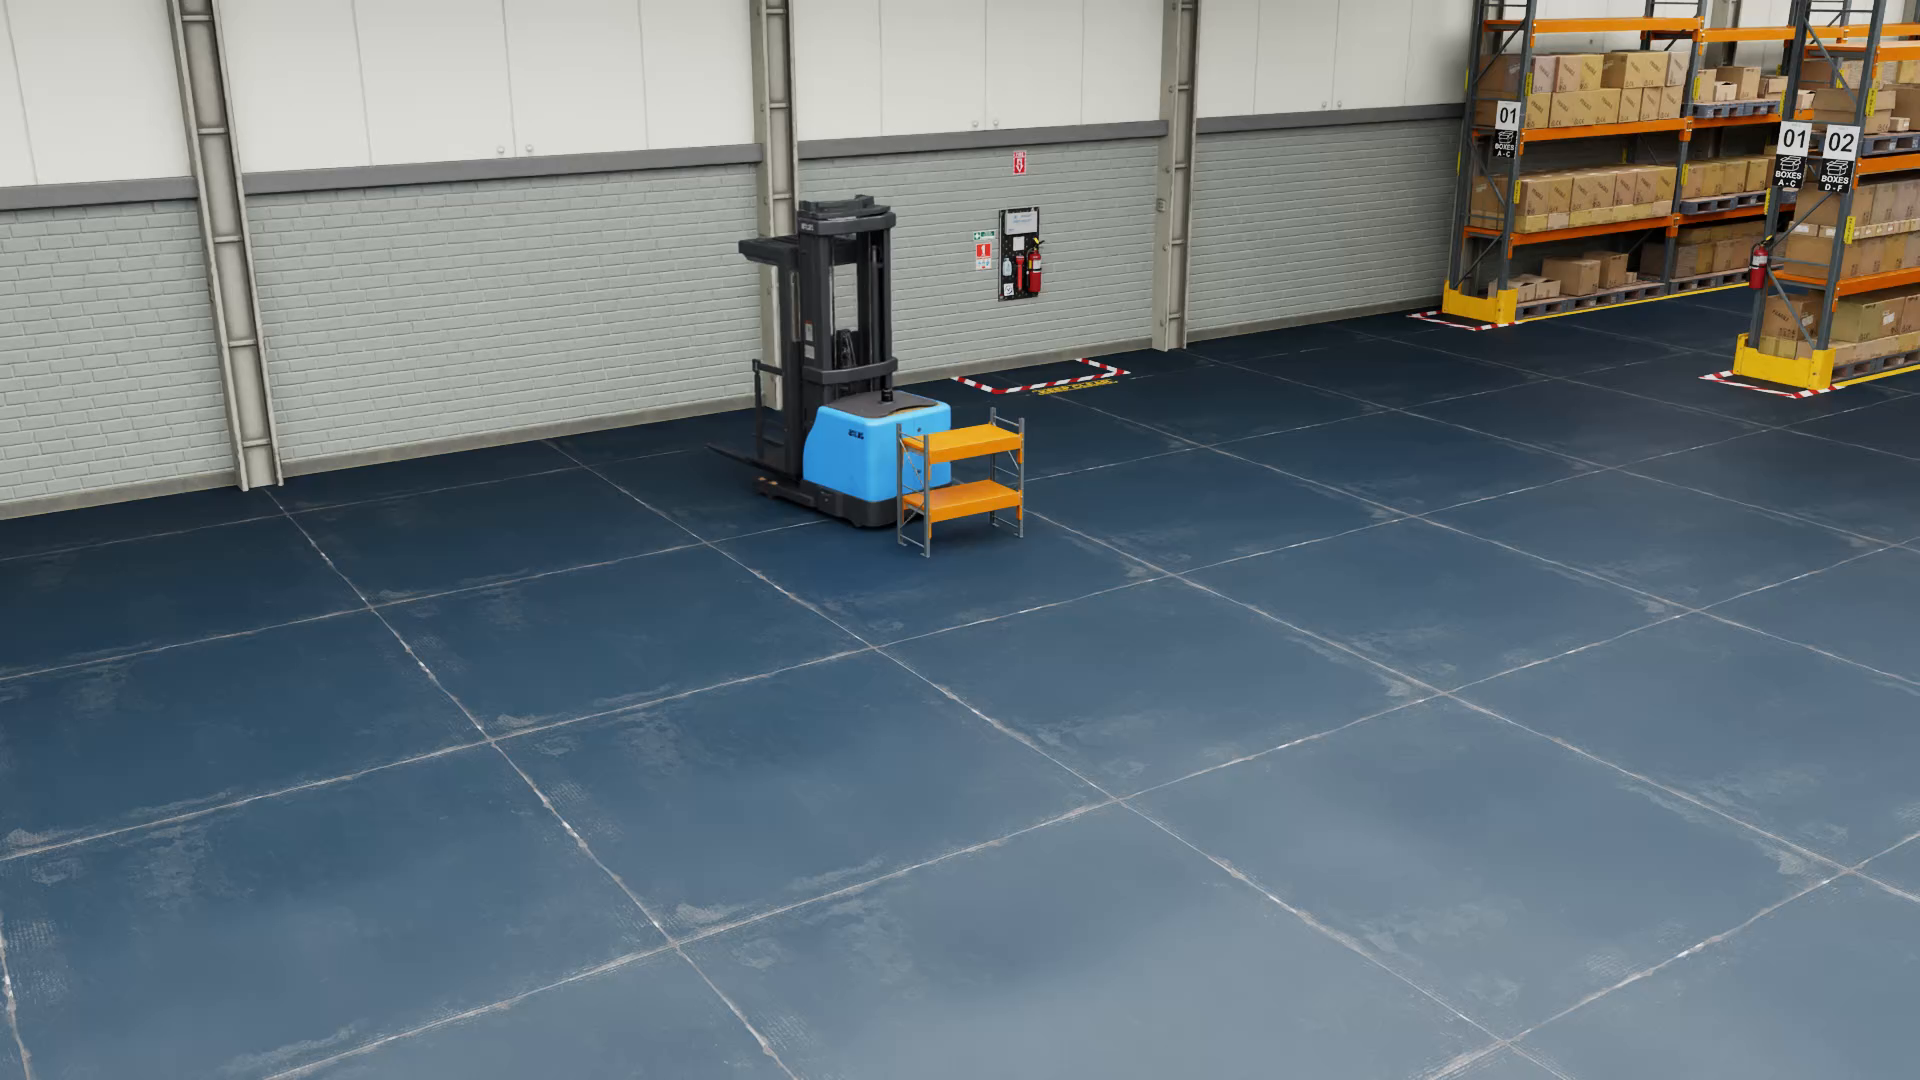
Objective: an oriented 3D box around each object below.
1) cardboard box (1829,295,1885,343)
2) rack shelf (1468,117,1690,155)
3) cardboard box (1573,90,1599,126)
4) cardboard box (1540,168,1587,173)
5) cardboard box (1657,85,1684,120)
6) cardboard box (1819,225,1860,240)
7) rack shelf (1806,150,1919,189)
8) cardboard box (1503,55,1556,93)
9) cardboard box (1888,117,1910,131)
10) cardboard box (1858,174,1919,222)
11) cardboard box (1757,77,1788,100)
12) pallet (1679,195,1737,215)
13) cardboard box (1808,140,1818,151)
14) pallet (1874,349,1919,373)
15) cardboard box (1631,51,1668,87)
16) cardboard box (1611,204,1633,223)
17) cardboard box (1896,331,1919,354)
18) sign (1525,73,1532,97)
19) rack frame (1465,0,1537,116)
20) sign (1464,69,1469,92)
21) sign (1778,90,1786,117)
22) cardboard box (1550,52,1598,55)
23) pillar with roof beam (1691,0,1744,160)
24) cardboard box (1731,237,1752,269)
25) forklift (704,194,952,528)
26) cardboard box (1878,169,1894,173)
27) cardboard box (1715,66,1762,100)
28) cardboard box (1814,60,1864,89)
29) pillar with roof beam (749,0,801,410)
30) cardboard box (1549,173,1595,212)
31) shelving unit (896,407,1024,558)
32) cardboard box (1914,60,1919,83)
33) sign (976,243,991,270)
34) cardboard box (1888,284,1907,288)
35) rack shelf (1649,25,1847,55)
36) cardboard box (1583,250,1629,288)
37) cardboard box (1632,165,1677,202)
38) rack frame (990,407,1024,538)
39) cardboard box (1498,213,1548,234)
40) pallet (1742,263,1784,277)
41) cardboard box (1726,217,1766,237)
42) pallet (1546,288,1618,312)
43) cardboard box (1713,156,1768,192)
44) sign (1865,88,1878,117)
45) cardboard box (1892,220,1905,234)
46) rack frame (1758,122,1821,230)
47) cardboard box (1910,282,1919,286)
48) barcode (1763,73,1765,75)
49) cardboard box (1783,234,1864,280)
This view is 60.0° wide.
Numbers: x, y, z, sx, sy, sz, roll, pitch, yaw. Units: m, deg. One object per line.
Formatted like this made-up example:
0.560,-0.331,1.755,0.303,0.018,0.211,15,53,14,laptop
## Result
11.520,-2.852,21.465,0.500,0.500,0.500,-12,22,-31,cardboard box
9.477,-6.234,25.441,4.000,0.370,1.077,-12,22,-31,rack shelf
9.123,-6.449,24.766,0.500,0.500,0.500,-11,21,-29,cardboard box
9.359,-5.502,25.868,0.500,0.500,0.500,-12,22,-31,cardboard box
10.859,-6.829,25.889,0.500,0.500,0.500,-11,22,-30,cardboard box
10.980,-3.843,20.761,0.250,0.149,0.380,-12,22,-32,cardboard box
12.204,-4.910,21.524,4.000,0.370,1.077,-12,22,-31,rack shelf
8.261,-6.756,24.113,0.500,0.500,0.500,-14,23,-35,cardboard box
11.613,-5.205,20.790,0.250,0.149,0.380,-12,22,-31,cardboard box
11.832,-4.410,21.425,0.500,0.500,0.700,-12,22,-31,cardboard box
13.354,-7.487,27.830,0.637,0.503,0.797,-9,20,-24,cardboard box
11.865,-5.511,27.162,1.213,0.211,1.003,-12,22,-31,pallet
15.033,-6.780,28.793,0.500,0.250,0.500,-11,22,-30,cardboard box
12.167,-2.516,22.357,1.213,0.211,1.003,-12,22,-31,pallet
10.423,-7.197,25.417,0.500,0.500,0.500,-11,21,-28,cardboard box
10.086,-5.102,25.855,0.500,0.250,0.500,-12,22,-32,cardboard box
12.358,-2.672,22.104,0.500,0.250,0.500,-12,22,-31,cardboard box
8.105,-6.492,23.715,0.005,0.325,0.100,-12,22,-31,sign
7.806,-7.644,23.803,0.127,3.000,1.000,-12,22,-31,rack frame
7.518,-6.794,24.592,0.005,0.325,0.100,-12,22,-31,sign
10.247,-5.428,20.674,0.005,0.325,0.100,-12,22,-31,sign
9.320,-7.166,25.324,0.500,0.500,0.500,-12,22,-31,cardboard box
15.294,-7.904,24.572,0.400,9.000,9.100,-12,22,-31,pillar with roof beam
13.021,-4.940,28.388,0.500,0.500,0.700,-12,22,-32,cardboard box
-1.435,-1.900,16.289,1.130,2.935,3.031,-16,25,-40,forklift
16.322,-6.696,29.717,0.500,0.500,0.500,-11,22,-30,cardboard box
12.677,-7.466,27.149,0.500,0.500,0.500,-13,23,-33,cardboard box
15.275,-8.096,28.981,0.500,0.500,0.700,-13,23,-34,cardboard box
0.261,-4.733,15.194,0.400,9.000,9.100,-12,22,-31,pillar with roof beam
9.223,-5.273,25.190,0.500,0.500,0.500,-13,22,-33,cardboard box
0.006,-0.534,15.068,1.048,1.125,0.538,-12,22,-31,shelving unit
17.033,-8.466,30.078,0.500,0.500,0.700,-13,23,-34,cardboard box
0.301,-3.621,21.218,0.234,0.329,0.001,-12,22,-31,sign
12.480,-3.259,22.669,0.500,0.500,0.500,-12,22,-31,cardboard box
12.817,-8.170,27.109,4.000,0.370,1.077,-12,22,-31,rack shelf
10.302,-4.337,26.606,0.500,0.500,0.500,-14,23,-35,cardboard box
10.922,-5.634,26.258,0.500,0.500,0.500,-12,22,-32,cardboard box
0.430,-0.624,15.333,0.032,1.125,0.500,-12,22,-31,rack frame
8.388,-4.741,24.788,0.500,0.250,0.500,-13,22,-33,cardboard box
13.834,-4.753,28.973,1.213,0.211,1.003,-12,22,-31,pallet
13.404,-5.366,28.478,0.500,0.250,0.500,-11,22,-30,cardboard box
9.586,-3.841,26.277,1.213,0.211,1.003,-12,22,-31,pallet
13.072,-6.156,27.926,0.500,0.500,0.700,-12,22,-31,cardboard box
10.834,-5.200,19.772,0.005,0.325,0.100,-12,22,-31,sign
11.841,-4.026,21.300,0.250,0.149,0.380,-13,23,-33,cardboard box
14.488,-6.211,28.932,0.127,3.000,1.000,-12,22,-31,rack frame
13.183,-3.208,22.518,0.500,0.500,0.500,-12,22,-31,cardboard box
13.837,-8.003,28.614,0.075,0.075,0.001,-12,22,-31,barcode
10.931,-3.603,21.064,0.500,0.500,0.700,-12,22,-31,cardboard box
